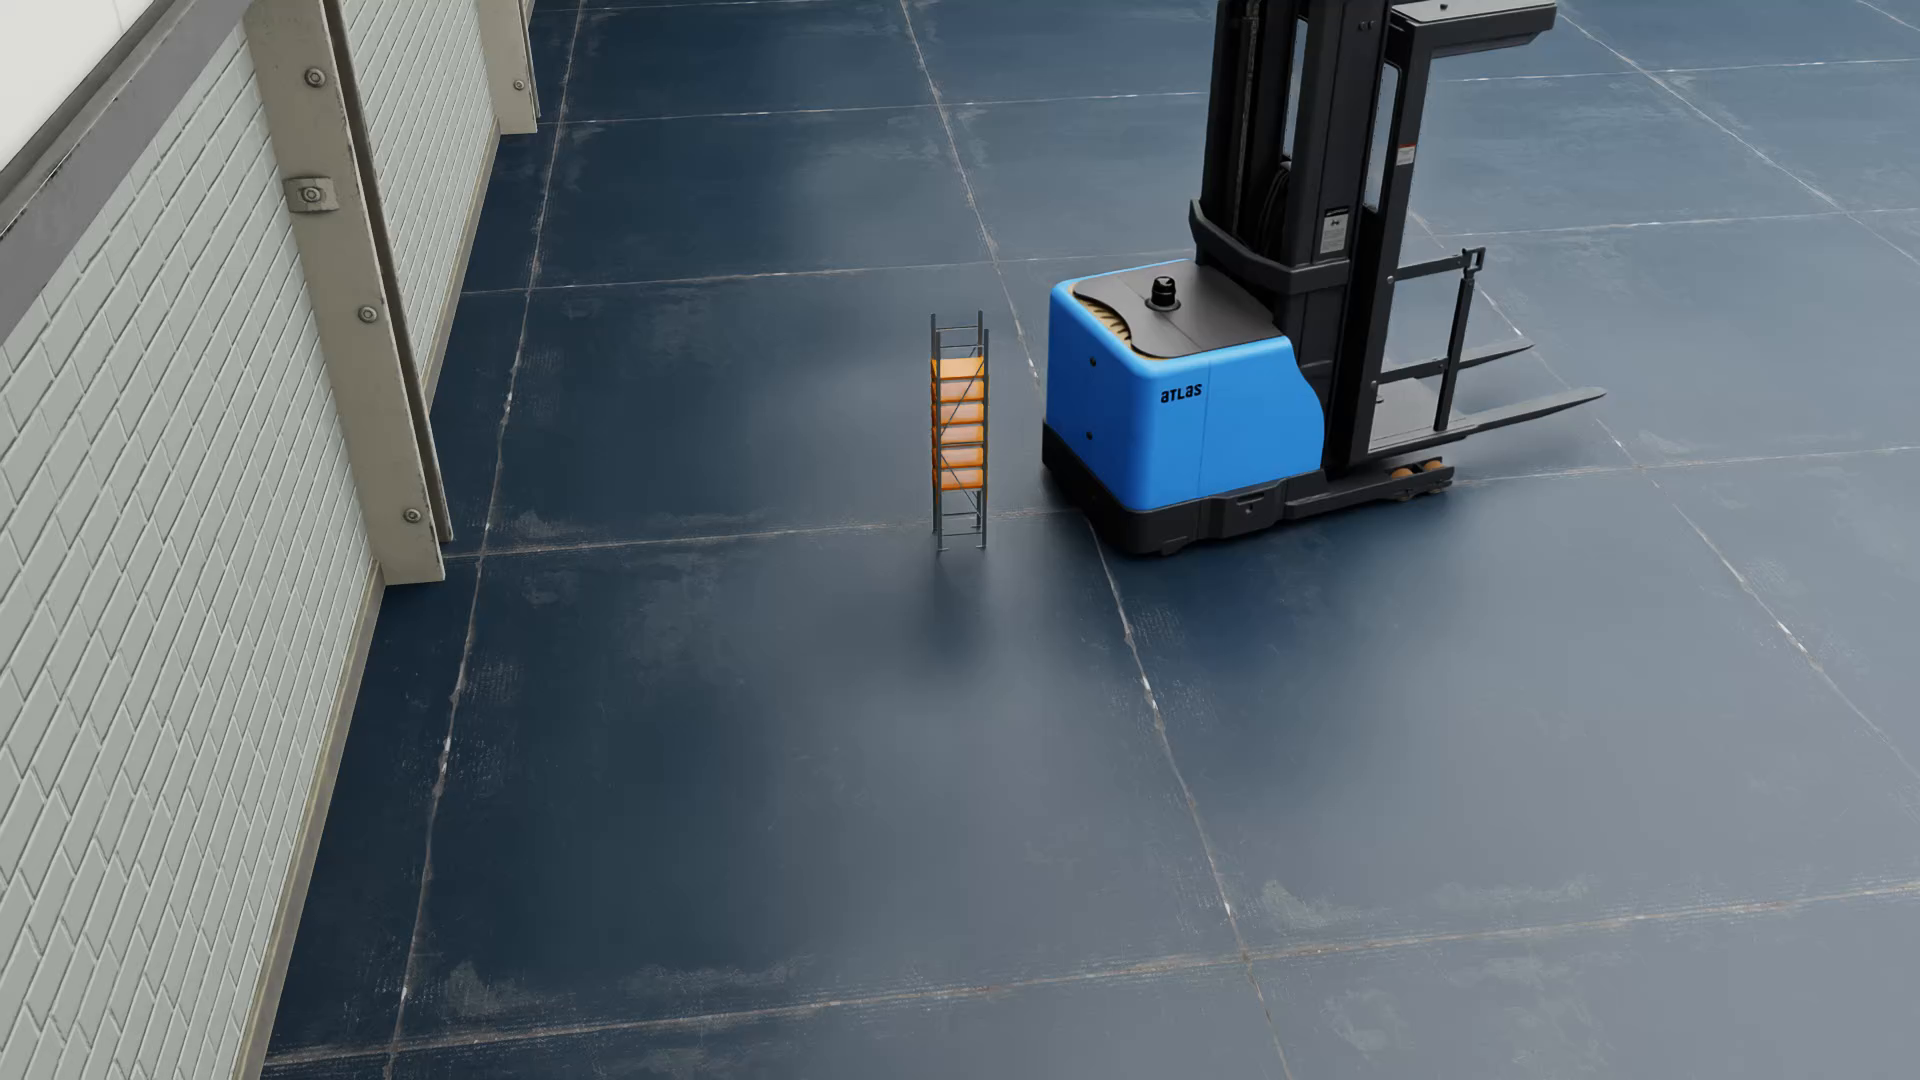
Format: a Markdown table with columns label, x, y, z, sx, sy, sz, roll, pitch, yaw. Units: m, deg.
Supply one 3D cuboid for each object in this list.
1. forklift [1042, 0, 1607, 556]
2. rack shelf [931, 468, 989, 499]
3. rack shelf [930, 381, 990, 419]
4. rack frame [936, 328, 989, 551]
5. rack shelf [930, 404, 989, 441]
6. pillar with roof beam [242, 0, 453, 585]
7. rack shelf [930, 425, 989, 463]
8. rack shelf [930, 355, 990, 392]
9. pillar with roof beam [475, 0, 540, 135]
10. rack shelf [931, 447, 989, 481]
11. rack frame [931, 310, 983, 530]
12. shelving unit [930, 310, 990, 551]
| label | x | y | z | sx | sy | sz | roll | pitch | yaw |
| --- | --- | --- | --- | --- | --- | --- | --- | --- | --- |
| forklift | 1.996 | -1.670 | 8.097 | 3.031 | 2.935 | 1.130 | -13 | 37 | -19 |
| rack shelf | -0.002 | -0.269 | 8.084 | 0.258 | 0.103 | 0.180 | -4 | 35 | -6 |
| rack shelf | -0.002 | -0.665 | 7.814 | 0.258 | 0.103 | 0.180 | -4 | 35 | -6 |
| rack frame | 0.010 | -0.453 | 7.849 | 0.240 | 1.200 | 0.006 | -4 | 35 | -6 |
| rack shelf | -0.002 | -0.566 | 7.881 | 0.258 | 0.103 | 0.180 | -4 | 35 | -6 |
| pillar with roof beam | 1.615 | -3.949 | 6.054 | 9.100 | 9.000 | 0.400 | -4 | 35 | -6 |
| rack shelf | -0.002 | -0.467 | 7.949 | 0.258 | 0.103 | 0.180 | -4 | 35 | -6 |
| rack shelf | -0.002 | -0.765 | 7.746 | 0.258 | 0.103 | 0.180 | -4 | 35 | -6 |
| pillar with roof beam | 0.808 | -7.297 | 10.967 | 9.100 | 9.000 | 0.400 | -4 | 35 | -6 |
| rack shelf | -0.002 | -0.368 | 8.017 | 0.258 | 0.103 | 0.180 | -4 | 35 | -6 |
| rack frame | -0.014 | -0.555 | 7.999 | 0.240 | 1.200 | 0.006 | -4 | 35 | -6 |
| shelving unit | -0.002 | -0.504 | 7.924 | 0.258 | 1.200 | 0.189 | -4 | 35 | -6 |
